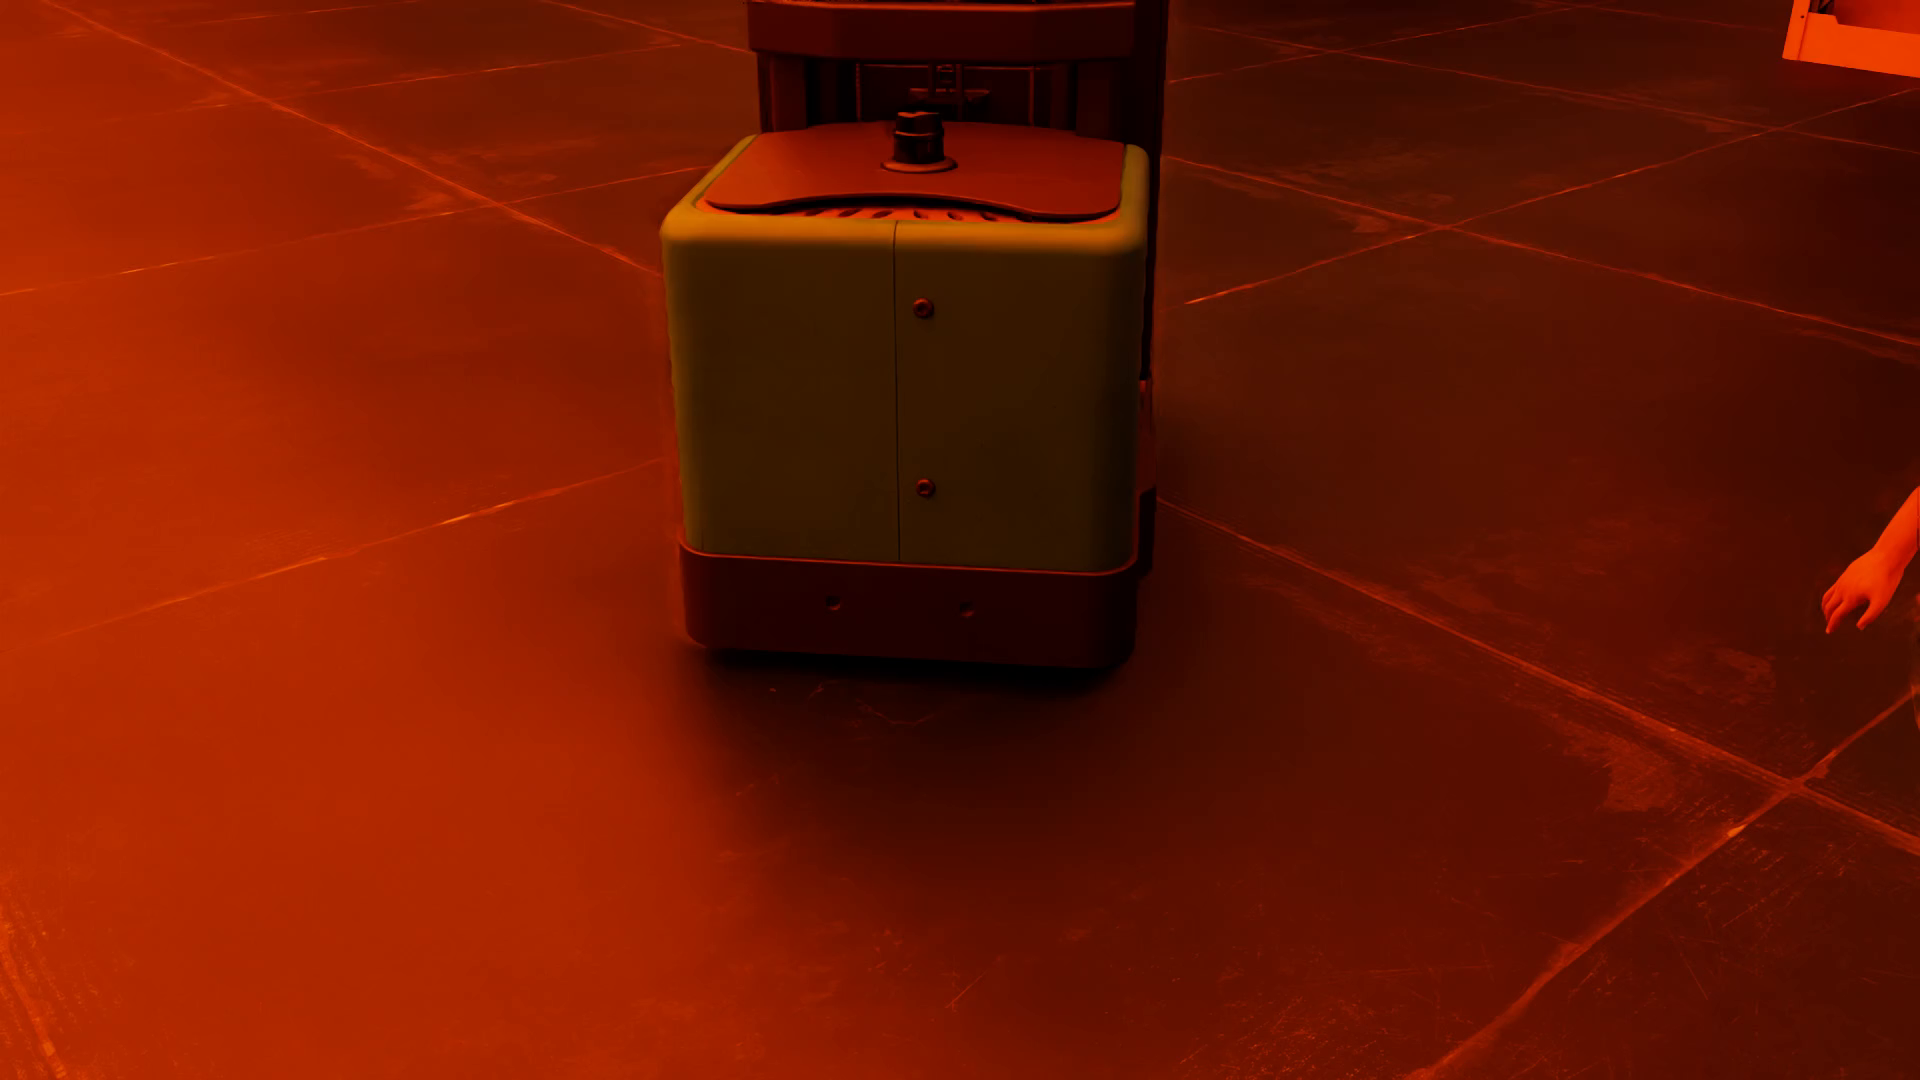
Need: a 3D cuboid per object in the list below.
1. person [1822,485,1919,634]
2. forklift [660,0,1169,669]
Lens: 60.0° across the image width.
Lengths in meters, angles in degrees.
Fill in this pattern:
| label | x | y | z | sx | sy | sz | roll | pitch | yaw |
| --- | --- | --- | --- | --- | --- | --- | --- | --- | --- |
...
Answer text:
| label | x | y | z | sx | sy | sz | roll | pitch | yaw |
| --- | --- | --- | --- | --- | --- | --- | --- | --- | --- |
| person | 1.616 | 0.287 | 2.254 | 0.706 | 1.514 | 0.755 | 6 | 27 | 11 |
| forklift | 0.029 | -1.646 | 4.522 | 1.130 | 2.935 | 3.031 | 3 | 27 | 6 |
